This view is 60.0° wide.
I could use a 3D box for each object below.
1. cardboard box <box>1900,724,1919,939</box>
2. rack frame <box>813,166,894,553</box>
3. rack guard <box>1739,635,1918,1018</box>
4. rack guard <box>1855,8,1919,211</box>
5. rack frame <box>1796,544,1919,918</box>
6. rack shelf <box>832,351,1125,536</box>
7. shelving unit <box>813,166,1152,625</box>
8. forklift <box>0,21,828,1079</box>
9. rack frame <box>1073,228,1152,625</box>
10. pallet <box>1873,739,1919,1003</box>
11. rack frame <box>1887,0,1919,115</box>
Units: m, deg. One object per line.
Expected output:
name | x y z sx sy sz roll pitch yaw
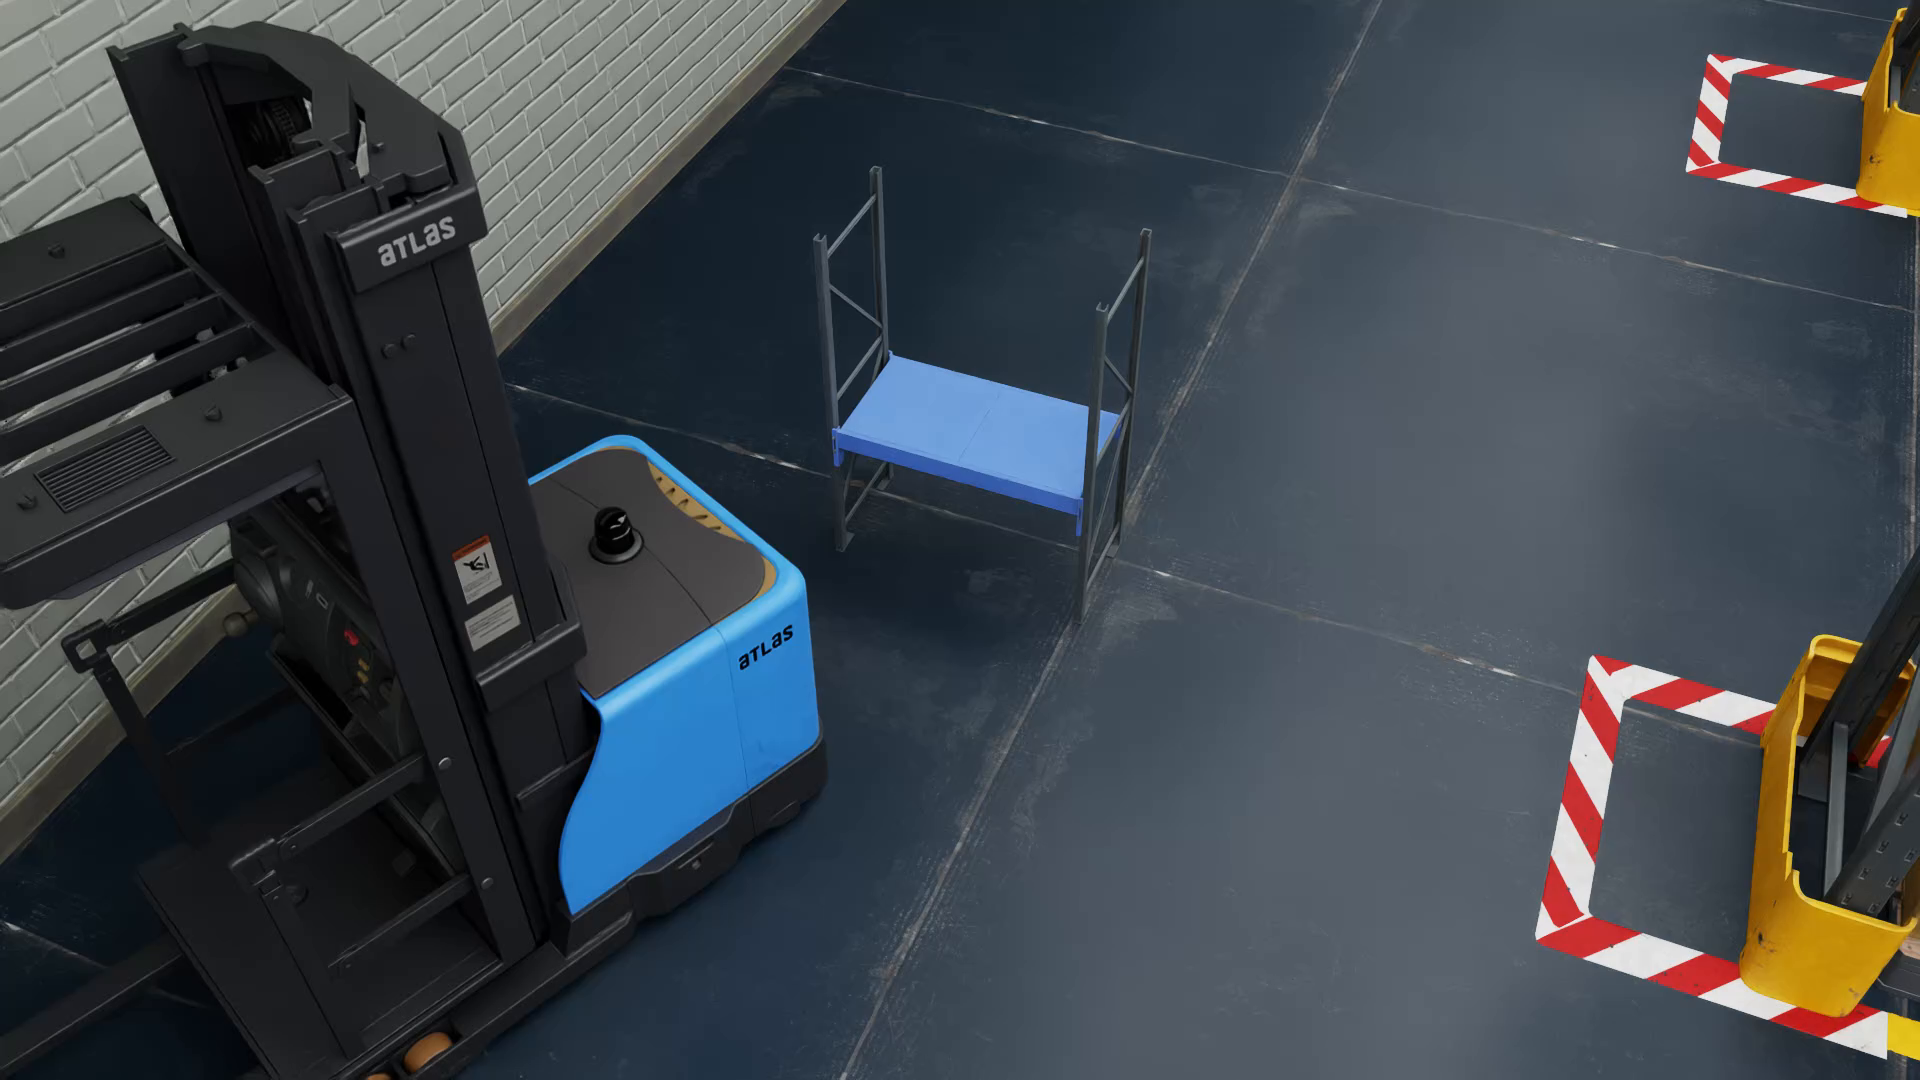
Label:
cardboard box | 3.512 0.762 5.066 0.875 0.875 0.875 16 47 16
rack frame | -0.390 -0.647 6.336 0.032 1.500 0.500 16 47 16
rack guard | 2.869 0.916 5.475 0.348 0.500 1.175 16 47 16
rack guard | 4.964 -2.258 8.665 0.348 0.500 1.175 16 47 16
rack frame | 2.891 0.036 4.587 0.127 3.000 1.000 16 47 16
rack shelf | 0.079 -0.381 6.325 1.000 0.185 0.538 16 47 16
shelving unit | 0.079 -0.509 6.198 1.048 1.500 0.538 16 47 16
forklift | -1.880 0.301 4.370 3.031 2.935 1.130 -34 54 -29
rack frame | 0.548 -0.370 6.059 0.032 1.500 0.500 16 47 16
pallet | 3.659 1.191 5.404 1.213 0.211 1.003 16 47 16
rack frame | 4.894 -3.165 7.805 0.127 3.000 1.000 16 47 16
